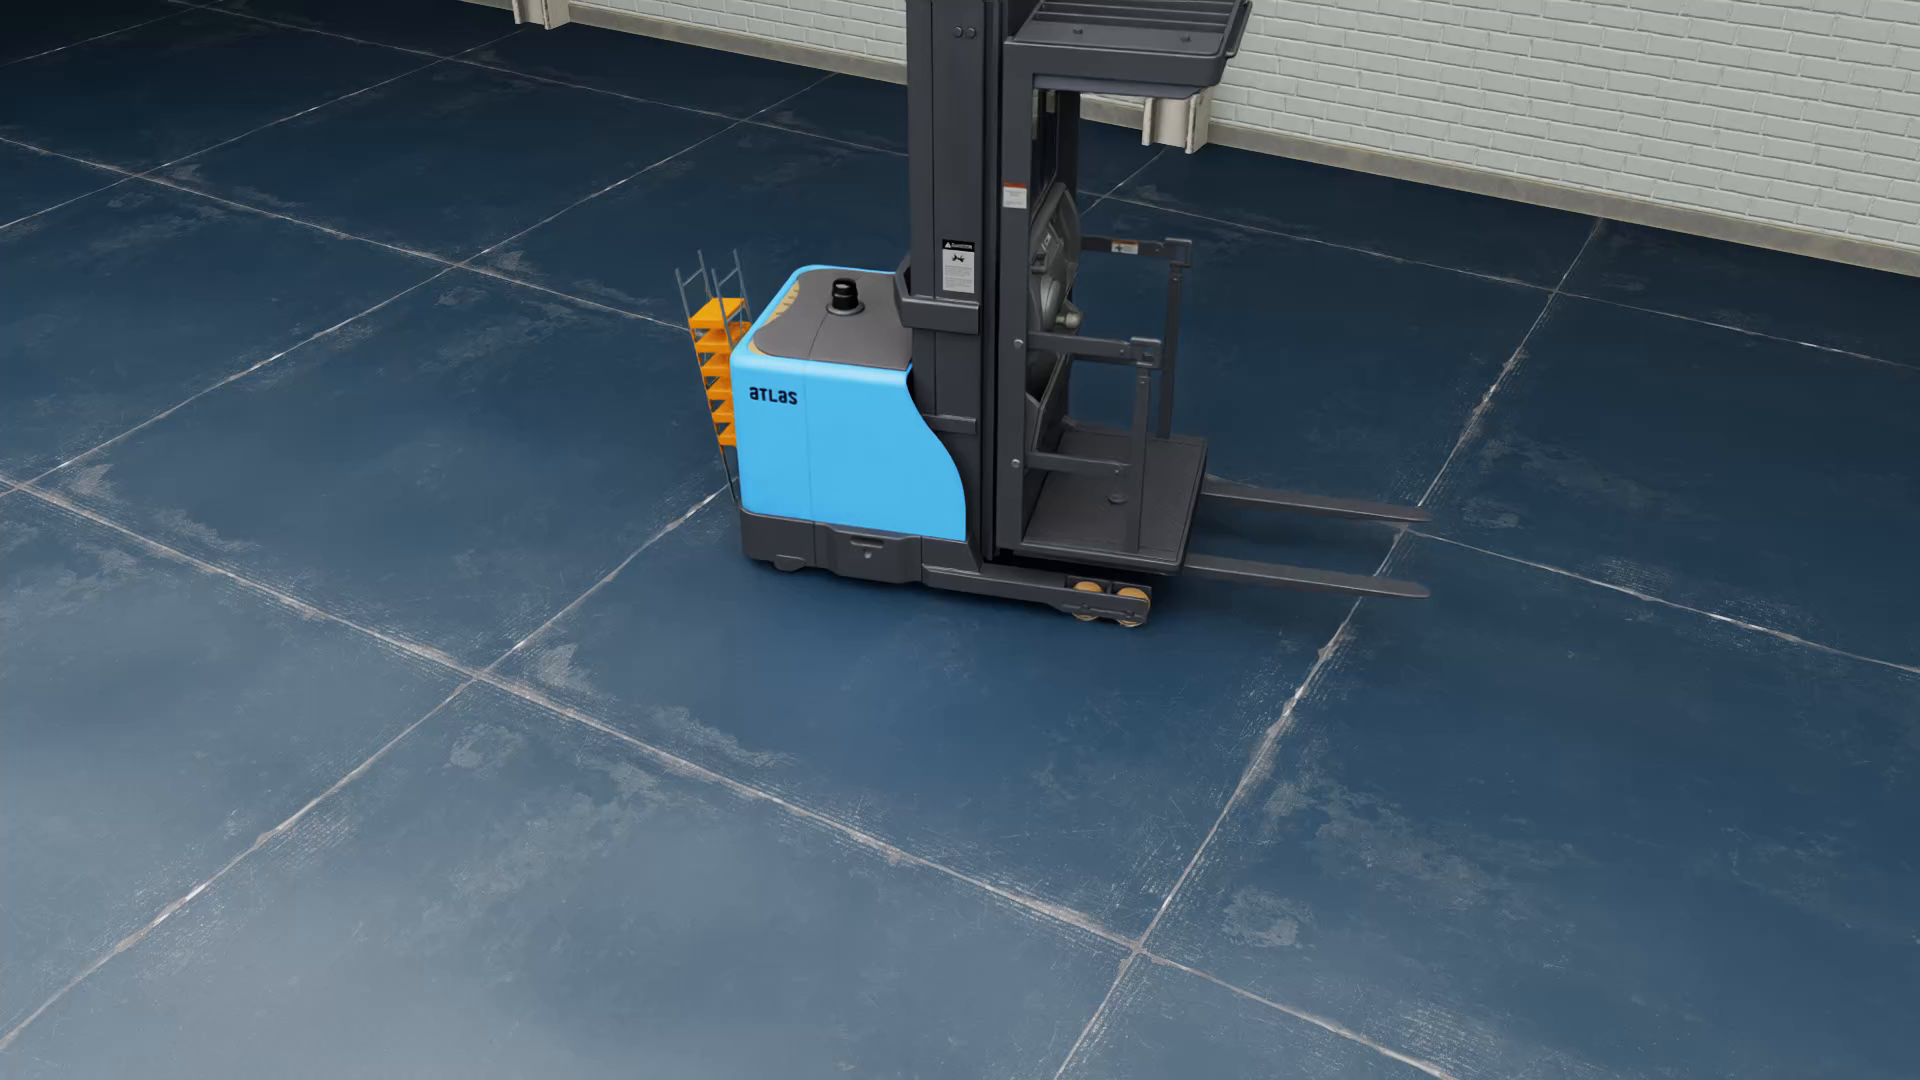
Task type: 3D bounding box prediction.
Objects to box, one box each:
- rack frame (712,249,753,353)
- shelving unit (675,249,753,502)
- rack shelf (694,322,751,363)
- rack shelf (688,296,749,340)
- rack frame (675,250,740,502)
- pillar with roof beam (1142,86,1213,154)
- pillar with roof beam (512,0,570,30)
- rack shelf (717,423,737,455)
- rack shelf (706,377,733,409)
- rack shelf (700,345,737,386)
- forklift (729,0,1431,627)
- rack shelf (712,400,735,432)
[{"bbox_3d":[-0.969,-0.746,7.748,0.006,1.200,0.240,3,33,21],"label":"rack frame"},{"bbox_3d":[-1.054,-0.750,7.780,0.189,1.200,0.258,3,33,21],"label":"shelving unit"},{"bbox_3d":[-1.083,-0.917,7.681,0.180,0.103,0.258,3,33,21],"label":"rack shelf"},{"bbox_3d":[-1.101,-1.019,7.621,0.180,0.103,0.258,3,33,21],"label":"rack shelf"},{"bbox_3d":[-1.140,-0.755,7.813,0.006,1.200,0.240,3,33,21],"label":"rack frame"},{"bbox_3d":[-0.572,-4.564,6.485,0.400,9.000,9.100,18,37,24],"label":"pillar with roof beam"},{"bbox_3d":[-5.782,-6.214,8.963,0.400,9.000,9.100,18,37,24],"label":"pillar with roof beam"},{"bbox_3d":[-1.013,-0.508,7.924,0.180,0.103,0.258,3,33,21],"label":"rack shelf"},{"bbox_3d":[-1.048,-0.713,7.803,0.180,0.103,0.258,3,33,21],"label":"rack shelf"},{"bbox_3d":[-1.065,-0.815,7.742,0.180,0.103,0.258,3,33,21],"label":"rack shelf"},{"bbox_3d":[0.582,-1.172,6.865,3.031,2.935,1.130,8,34,11],"label":"forklift"},{"bbox_3d":[-1.030,-0.610,7.863,0.180,0.103,0.258,3,33,21],"label":"rack shelf"}]
